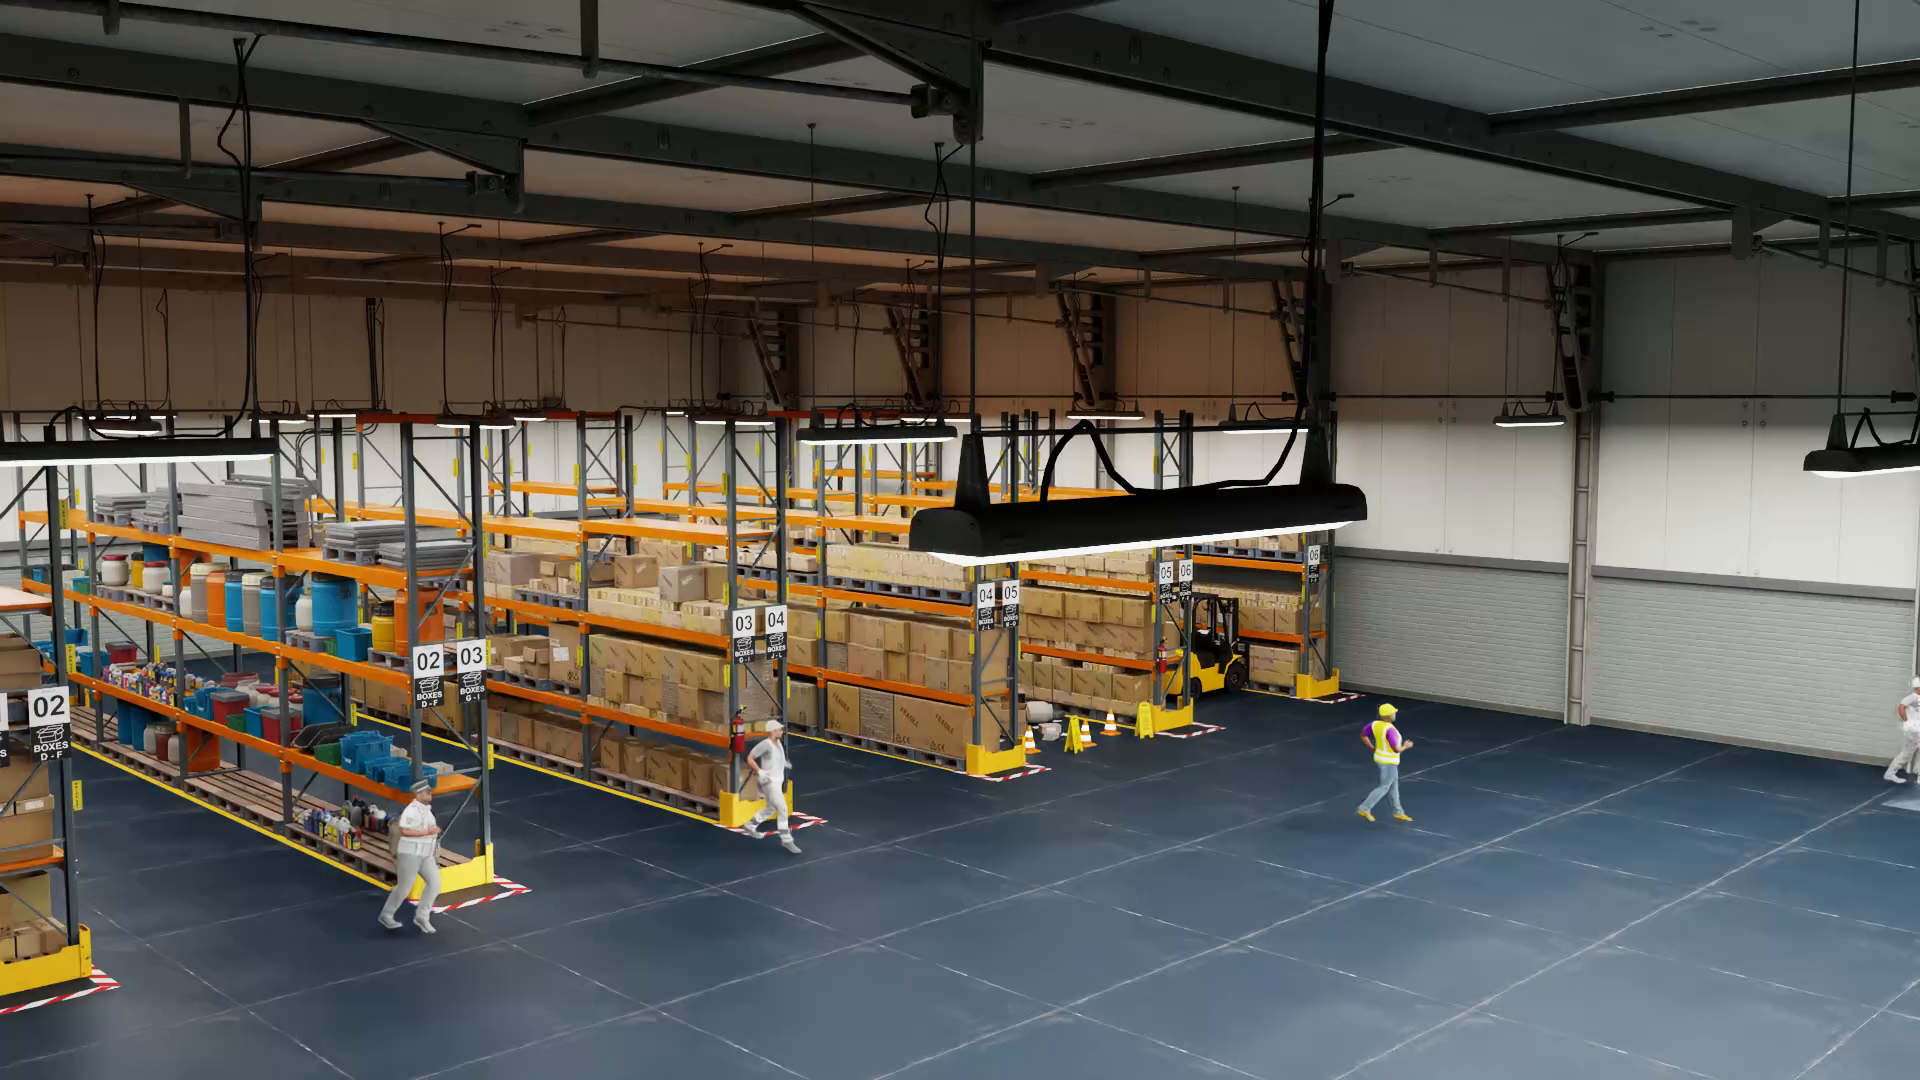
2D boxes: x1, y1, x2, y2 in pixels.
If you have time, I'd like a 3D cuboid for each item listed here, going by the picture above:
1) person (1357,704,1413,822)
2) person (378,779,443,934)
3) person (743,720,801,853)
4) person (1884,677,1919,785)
[{"bbox_3d":[6.286,3.299,24.490,0.918,1.785,0.692,-1,5,-9],"label":"person"},{"bbox_3d":[-6.465,3.755,19.802,0.746,1.813,0.676,1,5,15],"label":"person"},{"bbox_3d":[-2.608,3.413,23.328,1.006,1.776,0.664,1,5,16],"label":"person"},{"bbox_3d":[15.444,3.124,26.940,0.777,1.819,0.678,3,6,27],"label":"person"}]
